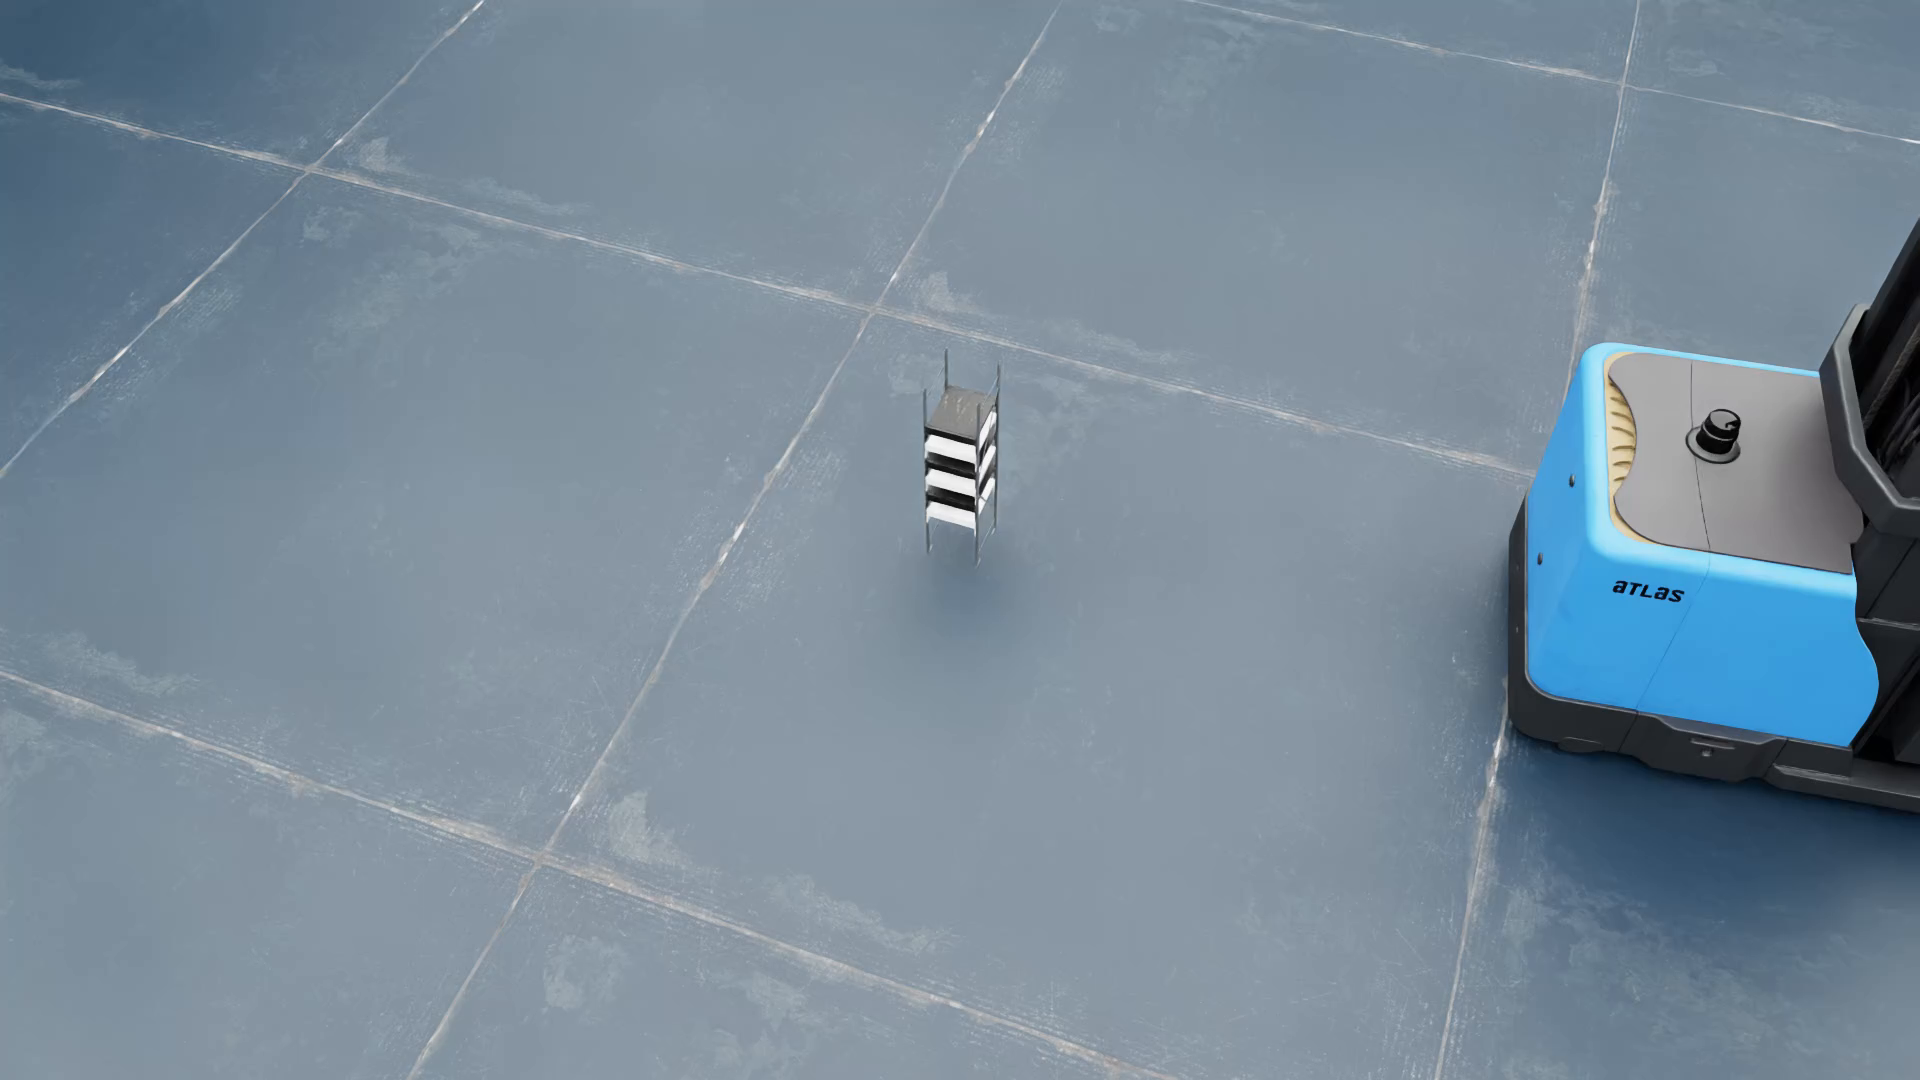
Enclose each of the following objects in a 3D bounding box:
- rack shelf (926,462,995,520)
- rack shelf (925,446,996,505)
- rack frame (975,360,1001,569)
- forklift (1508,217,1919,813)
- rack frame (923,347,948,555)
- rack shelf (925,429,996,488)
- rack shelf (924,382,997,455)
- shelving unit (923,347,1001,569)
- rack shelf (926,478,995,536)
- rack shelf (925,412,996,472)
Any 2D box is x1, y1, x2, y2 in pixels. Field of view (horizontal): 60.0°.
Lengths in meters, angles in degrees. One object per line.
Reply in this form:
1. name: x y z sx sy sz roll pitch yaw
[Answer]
1. rack shelf: 0.008 -0.212 6.368 0.200 0.077 0.258 16 51 13
2. rack shelf: 0.008 -0.271 6.300 0.200 0.077 0.258 16 51 13
3. rack frame: 0.103 -0.266 6.252 0.006 0.900 0.240 16 51 13
4. forklift: 3.543 -0.361 4.990 3.031 2.935 1.130 10 50 8
5. rack frame: -0.088 -0.319 6.298 0.006 0.900 0.240 16 51 13
6. rack shelf: 0.008 -0.330 6.232 0.200 0.077 0.258 16 51 13
7. rack shelf: 0.008 -0.448 6.096 0.200 0.077 0.258 16 51 13
8. shelving unit: 0.008 -0.293 6.275 0.210 0.900 0.258 16 51 13
9. rack shelf: 0.008 -0.153 6.436 0.200 0.077 0.258 16 51 13
10. rack shelf: 0.008 -0.389 6.164 0.200 0.077 0.258 16 51 13
